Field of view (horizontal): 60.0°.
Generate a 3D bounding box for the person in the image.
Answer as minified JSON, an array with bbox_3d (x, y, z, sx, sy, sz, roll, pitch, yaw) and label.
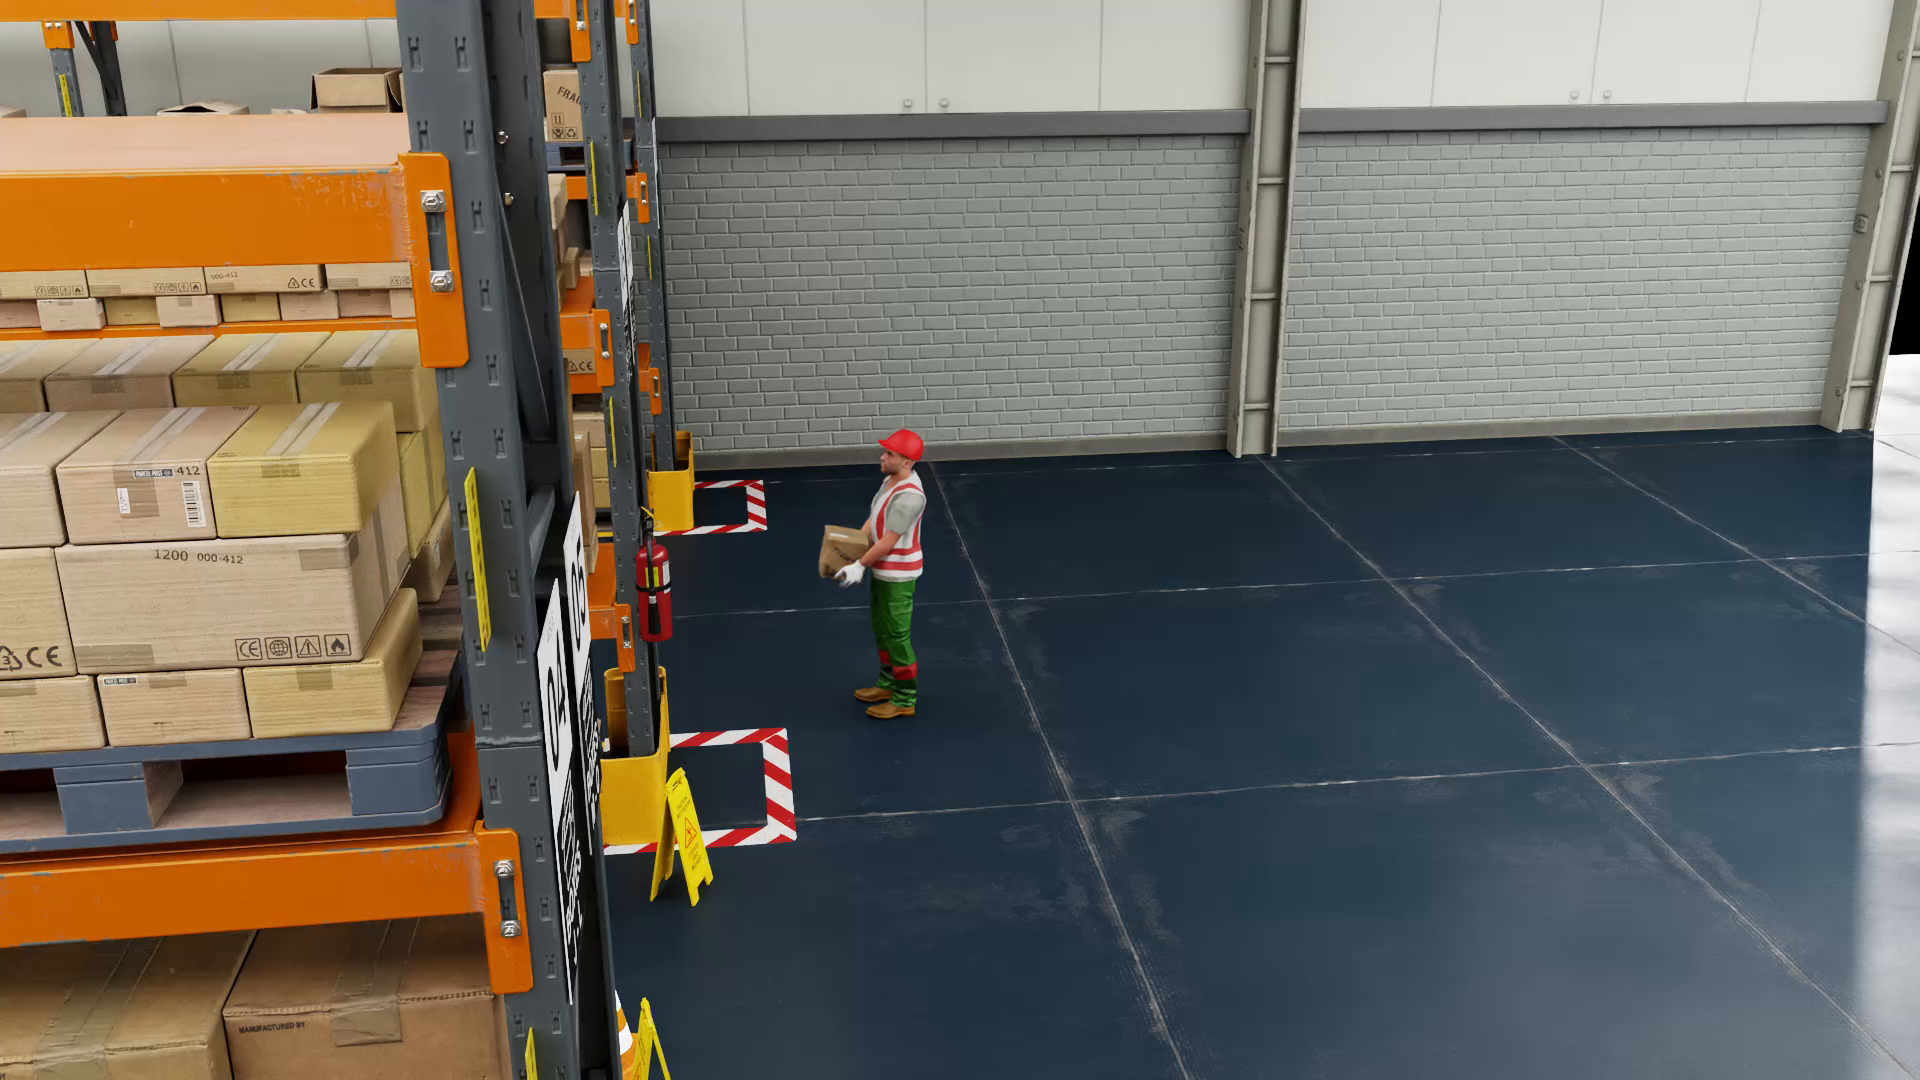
[{"bbox_3d":[-0.488,0.208,9.955,0.556,1.792,0.506,-4,20,-11],"label":"person"}]
